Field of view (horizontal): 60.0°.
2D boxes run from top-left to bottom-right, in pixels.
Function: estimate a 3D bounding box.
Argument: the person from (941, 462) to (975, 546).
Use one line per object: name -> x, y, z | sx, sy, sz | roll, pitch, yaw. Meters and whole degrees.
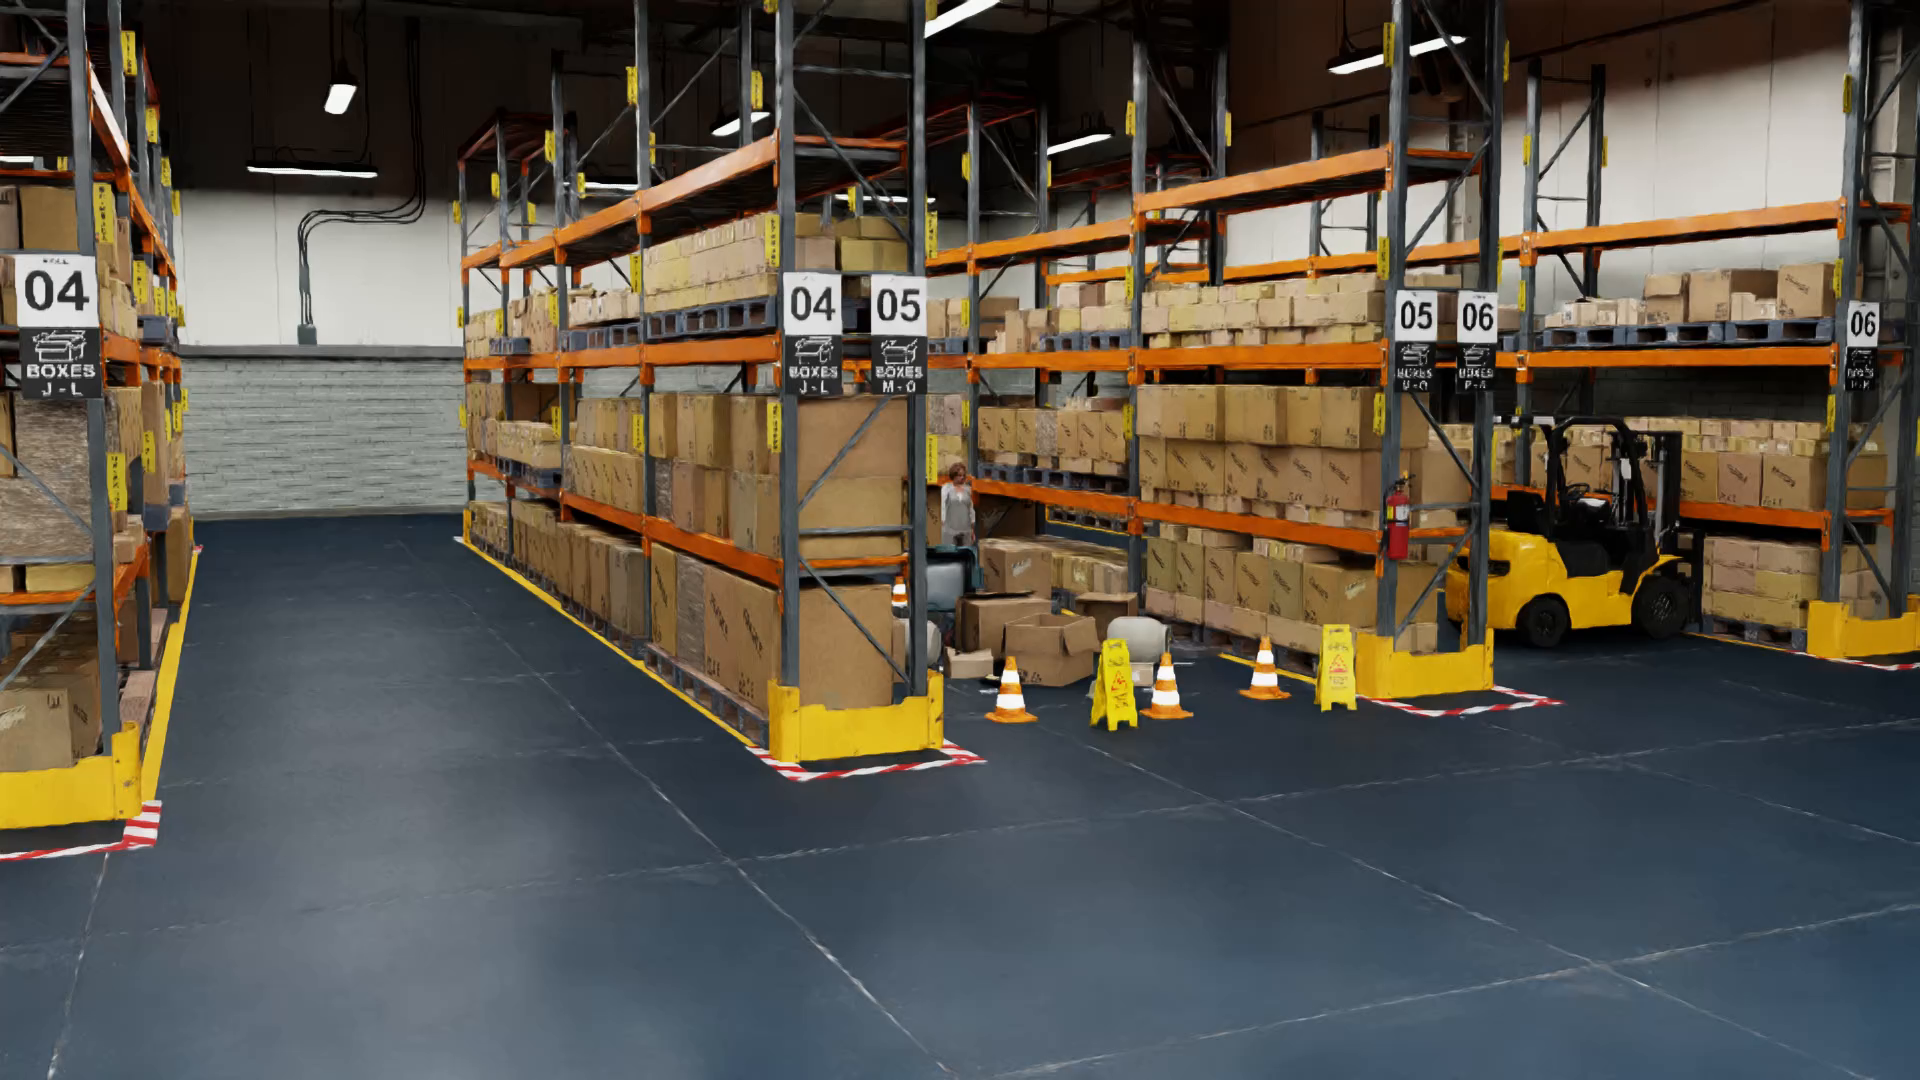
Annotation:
person -> -0.020, -0.057, 18.368 | 0.407, 1.580, 0.299 | -2, 6, -23
